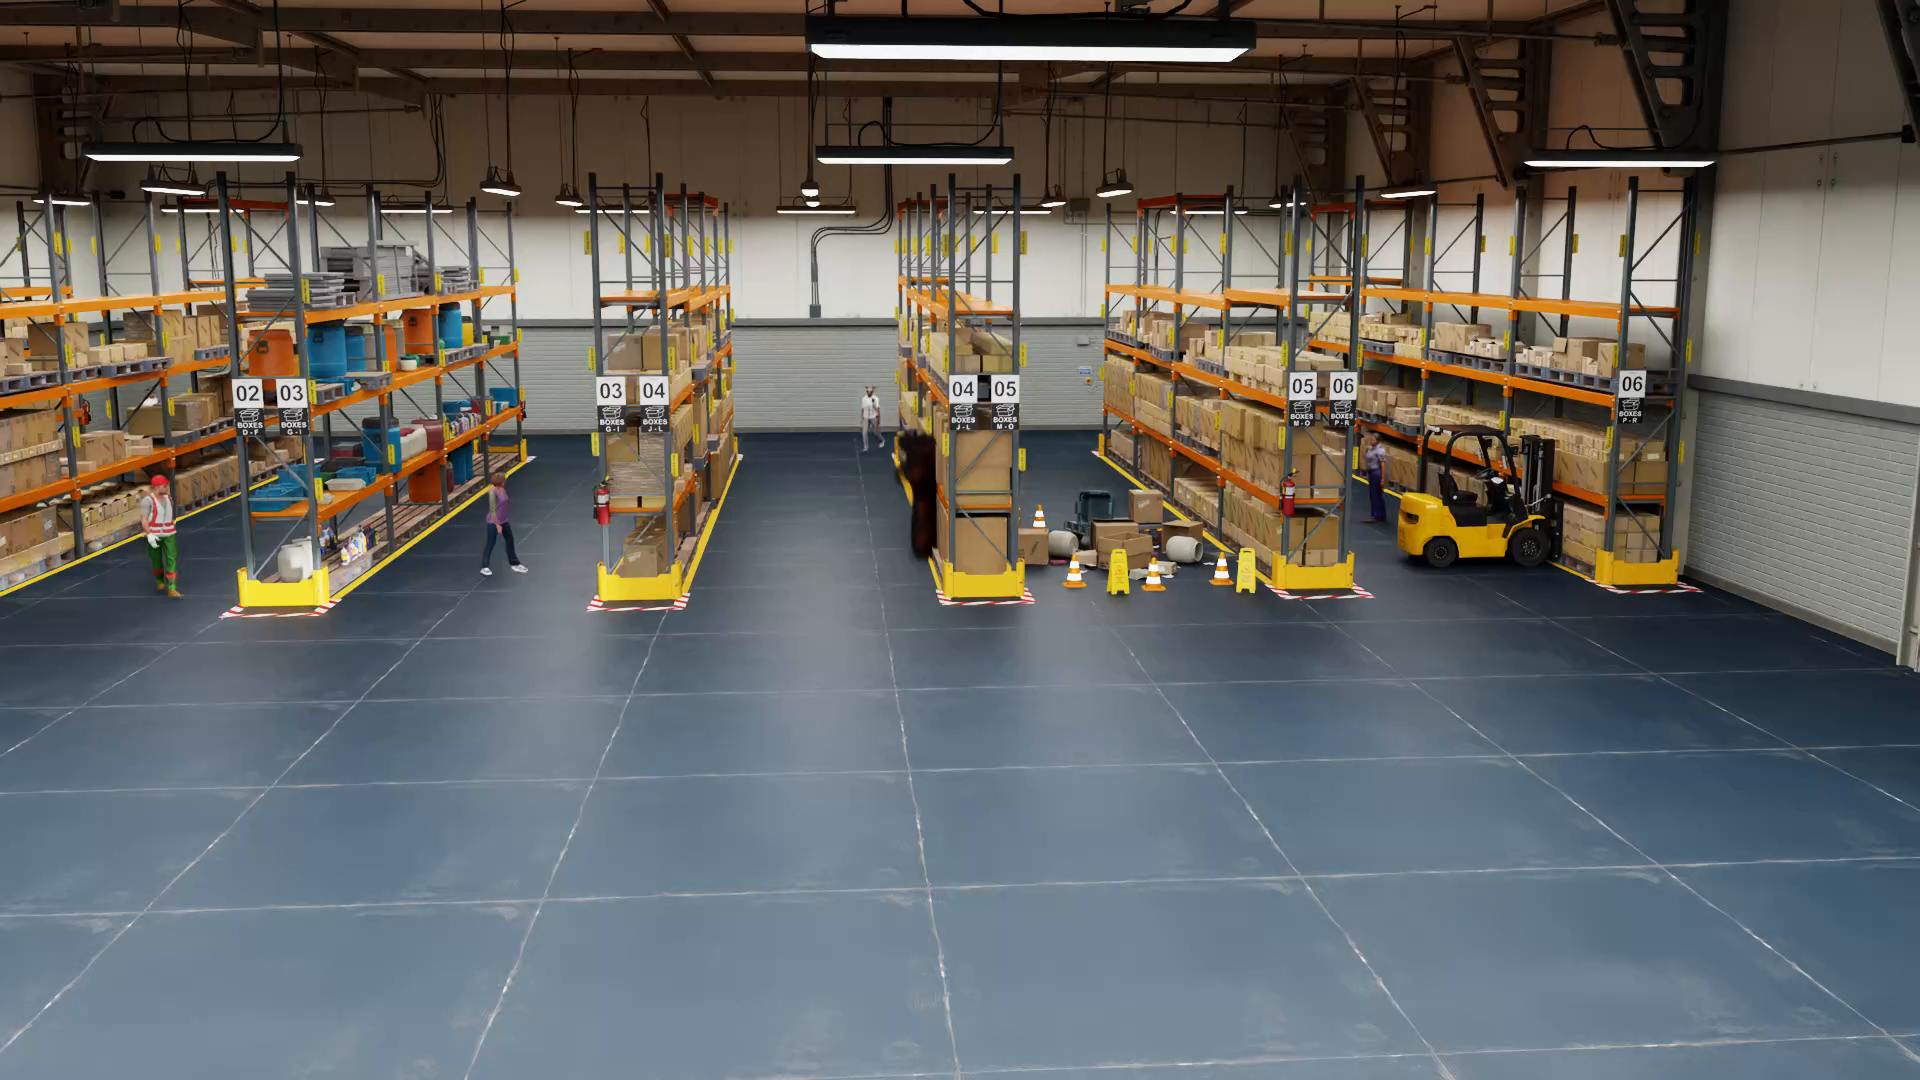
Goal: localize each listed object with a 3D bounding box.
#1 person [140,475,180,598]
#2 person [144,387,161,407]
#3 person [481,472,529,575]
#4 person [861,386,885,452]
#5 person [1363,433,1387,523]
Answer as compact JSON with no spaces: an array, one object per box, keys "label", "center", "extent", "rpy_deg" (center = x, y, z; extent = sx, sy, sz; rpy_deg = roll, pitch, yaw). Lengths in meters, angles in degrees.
[{"label":"person","center":[-11.546,-0.063,23.984],"extent":[0.468,1.745,1.005],"rpy_deg":[-5,11,-28]},{"label":"person","center":[-19.227,-2.826,39.792],"extent":[0.412,1.670,0.501],"rpy_deg":[1,10,5]},{"label":"person","center":[-7.077,-0.261,25.616],"extent":[0.590,1.591,0.567],"rpy_deg":[3,11,19]},{"label":"person","center":[-2.200,-2.994,40.897],"extent":[0.521,1.630,0.823],"rpy_deg":[4,11,20]},{"label":"person","center":[7.642,-1.137,30.518],"extent":[0.434,1.631,0.489],"rpy_deg":[3,10,15]}]
